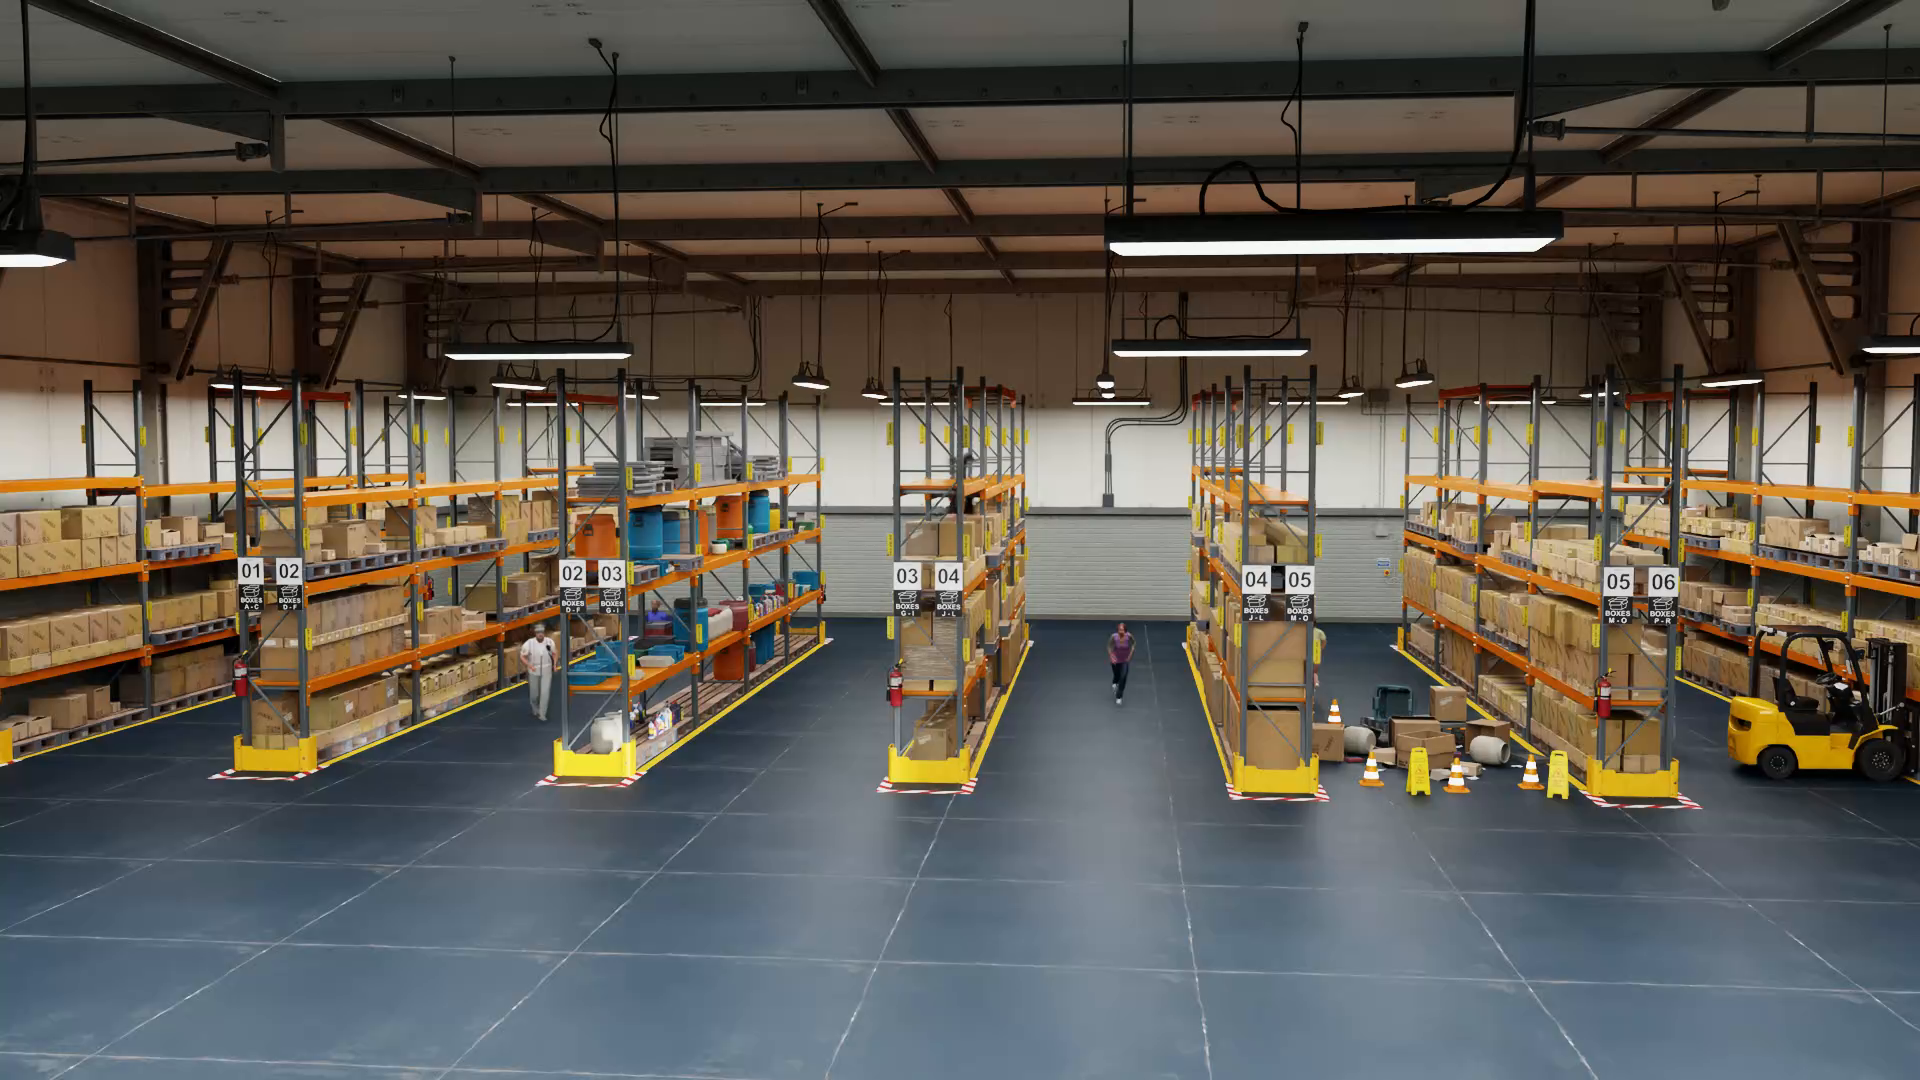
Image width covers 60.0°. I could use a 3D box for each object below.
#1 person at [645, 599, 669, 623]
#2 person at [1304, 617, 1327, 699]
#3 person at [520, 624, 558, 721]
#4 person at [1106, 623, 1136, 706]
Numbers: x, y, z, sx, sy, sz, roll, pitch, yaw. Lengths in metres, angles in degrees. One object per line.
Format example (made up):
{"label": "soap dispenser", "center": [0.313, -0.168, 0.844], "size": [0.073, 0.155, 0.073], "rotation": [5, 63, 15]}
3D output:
{"label": "person", "center": [-6.213, 2.055, 34.055], "size": [0.582, 1.696, 0.744], "rotation": [0, 4, 7]}
{"label": "person", "center": [6.702, 2.245, 31.614], "size": [0.581, 1.603, 0.595], "rotation": [0, 4, 0]}
{"label": "person", "center": [-7.459, 2.324, 29.469], "size": [0.659, 1.722, 0.776], "rotation": [-1, 4, -18]}
{"label": "person", "center": [3.013, 2.307, 31.377], "size": [0.547, 1.555, 0.855], "rotation": [0, 4, -7]}
